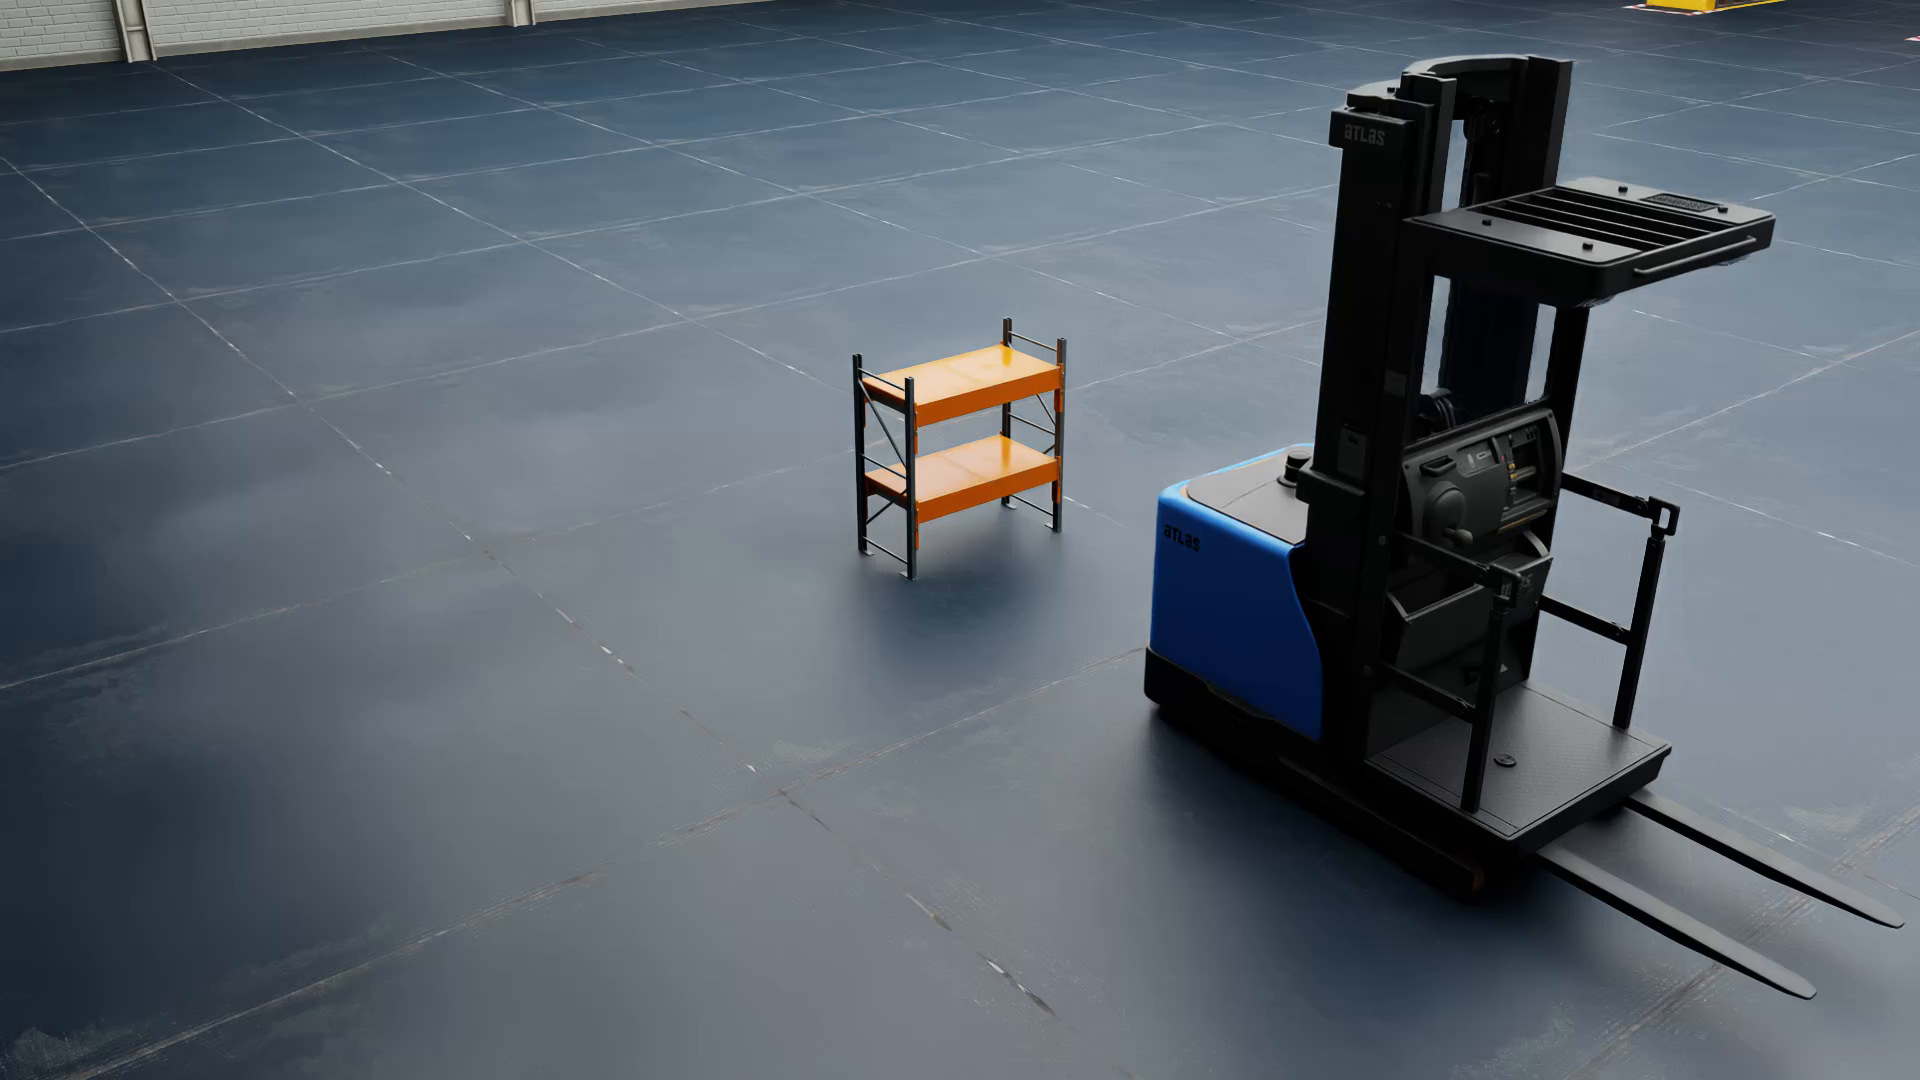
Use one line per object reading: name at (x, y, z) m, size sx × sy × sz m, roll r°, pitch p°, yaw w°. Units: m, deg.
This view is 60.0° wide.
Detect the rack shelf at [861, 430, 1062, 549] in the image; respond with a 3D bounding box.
rack shelf at (0.005, -0.290, 9.120) m, size 1.000 × 0.278 × 0.538 m, roll -18°, pitch 31°, yaw -34°

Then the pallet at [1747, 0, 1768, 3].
pallet at (14.546, -10.206, 30.991) m, size 1.213 × 0.211 × 1.003 m, roll -18°, pitch 31°, yaw -34°

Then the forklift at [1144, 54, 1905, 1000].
forklift at (2.134, -0.208, 6.216) m, size 1.130 × 2.935 × 3.031 m, roll -18°, pitch 30°, yaw -34°

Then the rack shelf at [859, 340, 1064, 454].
rack shelf at (0.005, -0.777, 8.894) m, size 1.000 × 0.278 × 0.538 m, roll -18°, pitch 31°, yaw -34°

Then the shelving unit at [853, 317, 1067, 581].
shelving unit at (0.005, -0.512, 9.017) m, size 1.048 × 1.125 × 0.538 m, roll -18°, pitch 31°, yaw -34°

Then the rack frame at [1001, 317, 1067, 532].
rack frame at (0.405, -0.644, 9.302) m, size 0.032 × 1.125 × 0.500 m, roll -18°, pitch 31°, yaw -34°

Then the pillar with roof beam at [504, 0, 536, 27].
pillar with roof beam at (-4.691, -11.281, 22.868) m, size 0.400 × 9.000 × 9.100 m, roll -18°, pitch 31°, yaw -34°

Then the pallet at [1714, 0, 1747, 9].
pallet at (13.587, -9.891, 30.312) m, size 1.213 × 0.211 × 1.003 m, roll -18°, pitch 31°, yaw -34°

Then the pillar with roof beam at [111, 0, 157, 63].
pillar with roof beam at (-9.412, -9.723, 19.510) m, size 0.400 × 9.000 × 9.100 m, roll -18°, pitch 31°, yaw -34°

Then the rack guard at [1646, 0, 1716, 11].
rack guard at (12.944, -9.813, 29.800) m, size 0.348 × 0.500 × 1.175 m, roll -18°, pitch 31°, yaw -34°

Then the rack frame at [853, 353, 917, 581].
rack frame at (-0.395, -0.380, 8.732) m, size 0.032 × 1.125 × 0.500 m, roll -18°, pitch 31°, yaw -34°
